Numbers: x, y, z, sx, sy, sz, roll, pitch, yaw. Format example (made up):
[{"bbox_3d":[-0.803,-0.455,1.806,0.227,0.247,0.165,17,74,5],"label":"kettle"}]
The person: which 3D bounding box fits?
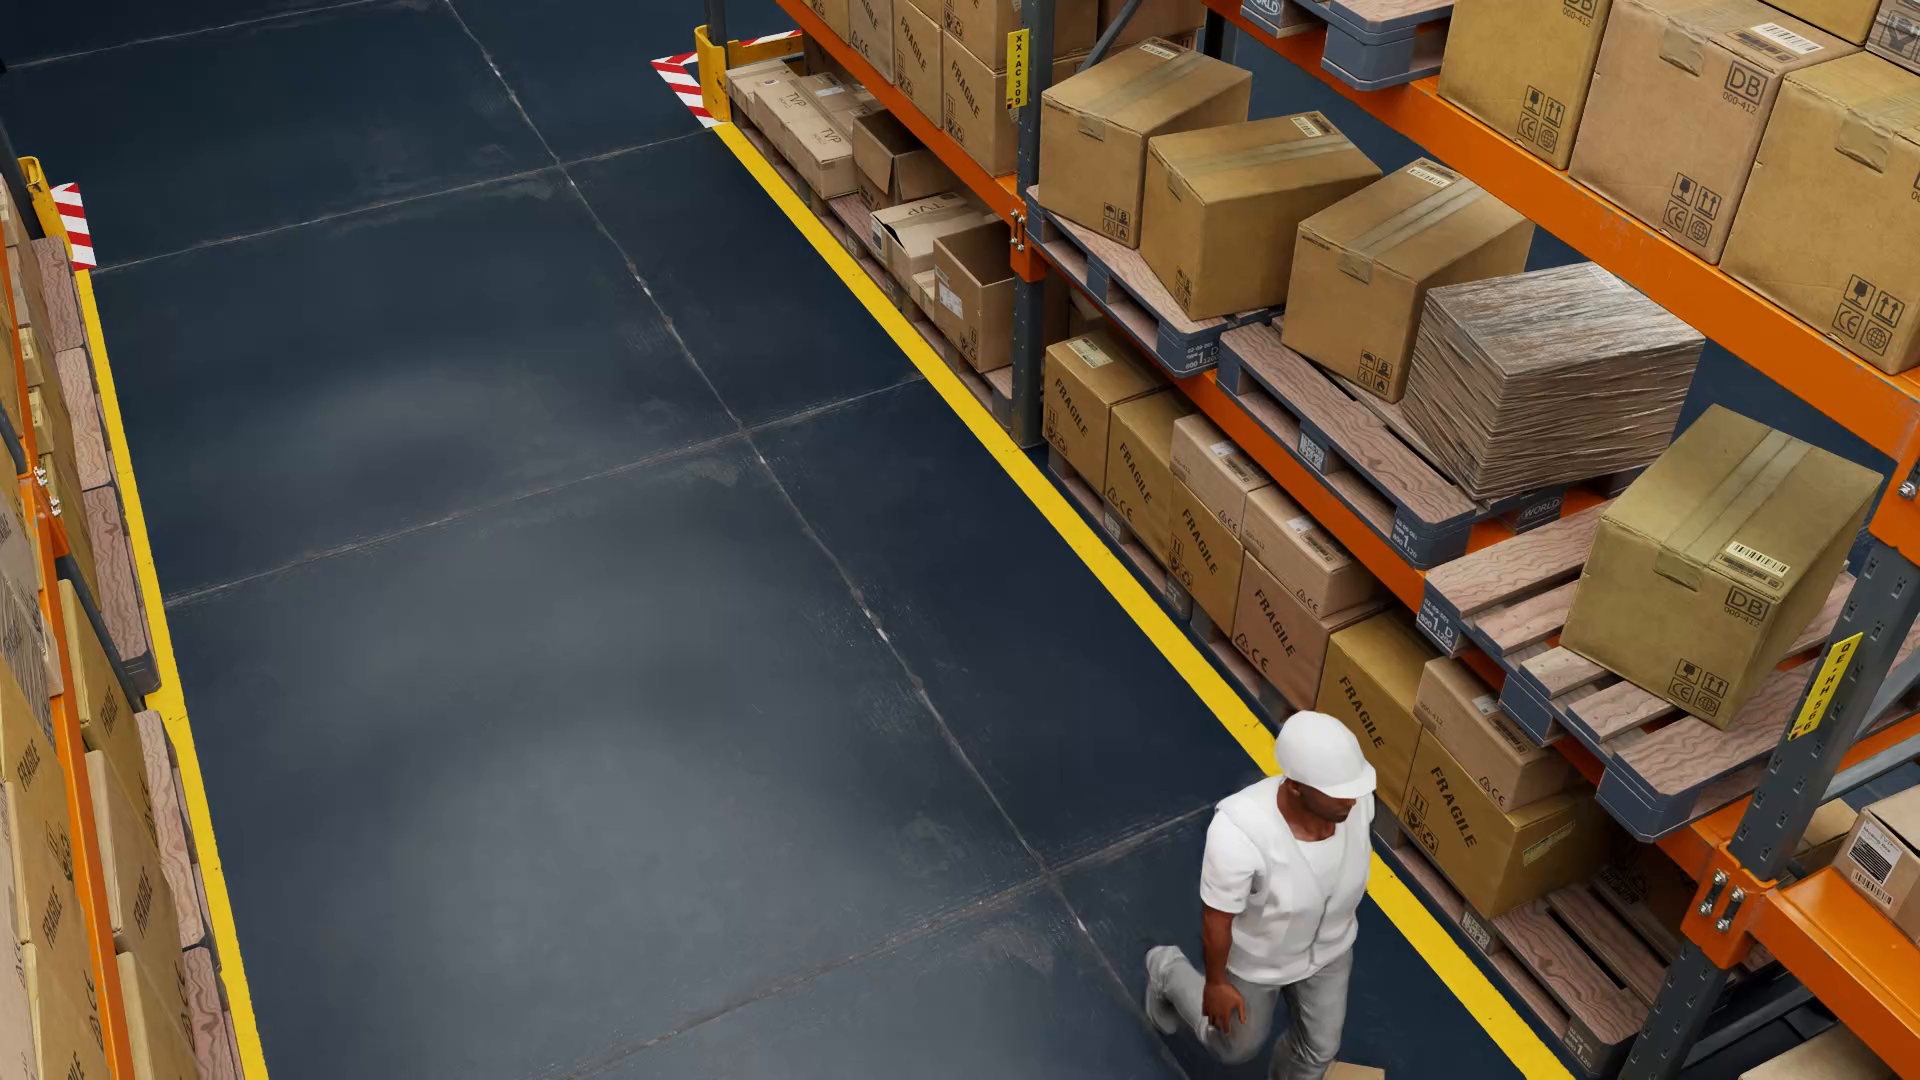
[{"bbox_3d":[0.904,1.119,4.833,0.568,1.743,0.813,-16,43,-17],"label":"person"}]
